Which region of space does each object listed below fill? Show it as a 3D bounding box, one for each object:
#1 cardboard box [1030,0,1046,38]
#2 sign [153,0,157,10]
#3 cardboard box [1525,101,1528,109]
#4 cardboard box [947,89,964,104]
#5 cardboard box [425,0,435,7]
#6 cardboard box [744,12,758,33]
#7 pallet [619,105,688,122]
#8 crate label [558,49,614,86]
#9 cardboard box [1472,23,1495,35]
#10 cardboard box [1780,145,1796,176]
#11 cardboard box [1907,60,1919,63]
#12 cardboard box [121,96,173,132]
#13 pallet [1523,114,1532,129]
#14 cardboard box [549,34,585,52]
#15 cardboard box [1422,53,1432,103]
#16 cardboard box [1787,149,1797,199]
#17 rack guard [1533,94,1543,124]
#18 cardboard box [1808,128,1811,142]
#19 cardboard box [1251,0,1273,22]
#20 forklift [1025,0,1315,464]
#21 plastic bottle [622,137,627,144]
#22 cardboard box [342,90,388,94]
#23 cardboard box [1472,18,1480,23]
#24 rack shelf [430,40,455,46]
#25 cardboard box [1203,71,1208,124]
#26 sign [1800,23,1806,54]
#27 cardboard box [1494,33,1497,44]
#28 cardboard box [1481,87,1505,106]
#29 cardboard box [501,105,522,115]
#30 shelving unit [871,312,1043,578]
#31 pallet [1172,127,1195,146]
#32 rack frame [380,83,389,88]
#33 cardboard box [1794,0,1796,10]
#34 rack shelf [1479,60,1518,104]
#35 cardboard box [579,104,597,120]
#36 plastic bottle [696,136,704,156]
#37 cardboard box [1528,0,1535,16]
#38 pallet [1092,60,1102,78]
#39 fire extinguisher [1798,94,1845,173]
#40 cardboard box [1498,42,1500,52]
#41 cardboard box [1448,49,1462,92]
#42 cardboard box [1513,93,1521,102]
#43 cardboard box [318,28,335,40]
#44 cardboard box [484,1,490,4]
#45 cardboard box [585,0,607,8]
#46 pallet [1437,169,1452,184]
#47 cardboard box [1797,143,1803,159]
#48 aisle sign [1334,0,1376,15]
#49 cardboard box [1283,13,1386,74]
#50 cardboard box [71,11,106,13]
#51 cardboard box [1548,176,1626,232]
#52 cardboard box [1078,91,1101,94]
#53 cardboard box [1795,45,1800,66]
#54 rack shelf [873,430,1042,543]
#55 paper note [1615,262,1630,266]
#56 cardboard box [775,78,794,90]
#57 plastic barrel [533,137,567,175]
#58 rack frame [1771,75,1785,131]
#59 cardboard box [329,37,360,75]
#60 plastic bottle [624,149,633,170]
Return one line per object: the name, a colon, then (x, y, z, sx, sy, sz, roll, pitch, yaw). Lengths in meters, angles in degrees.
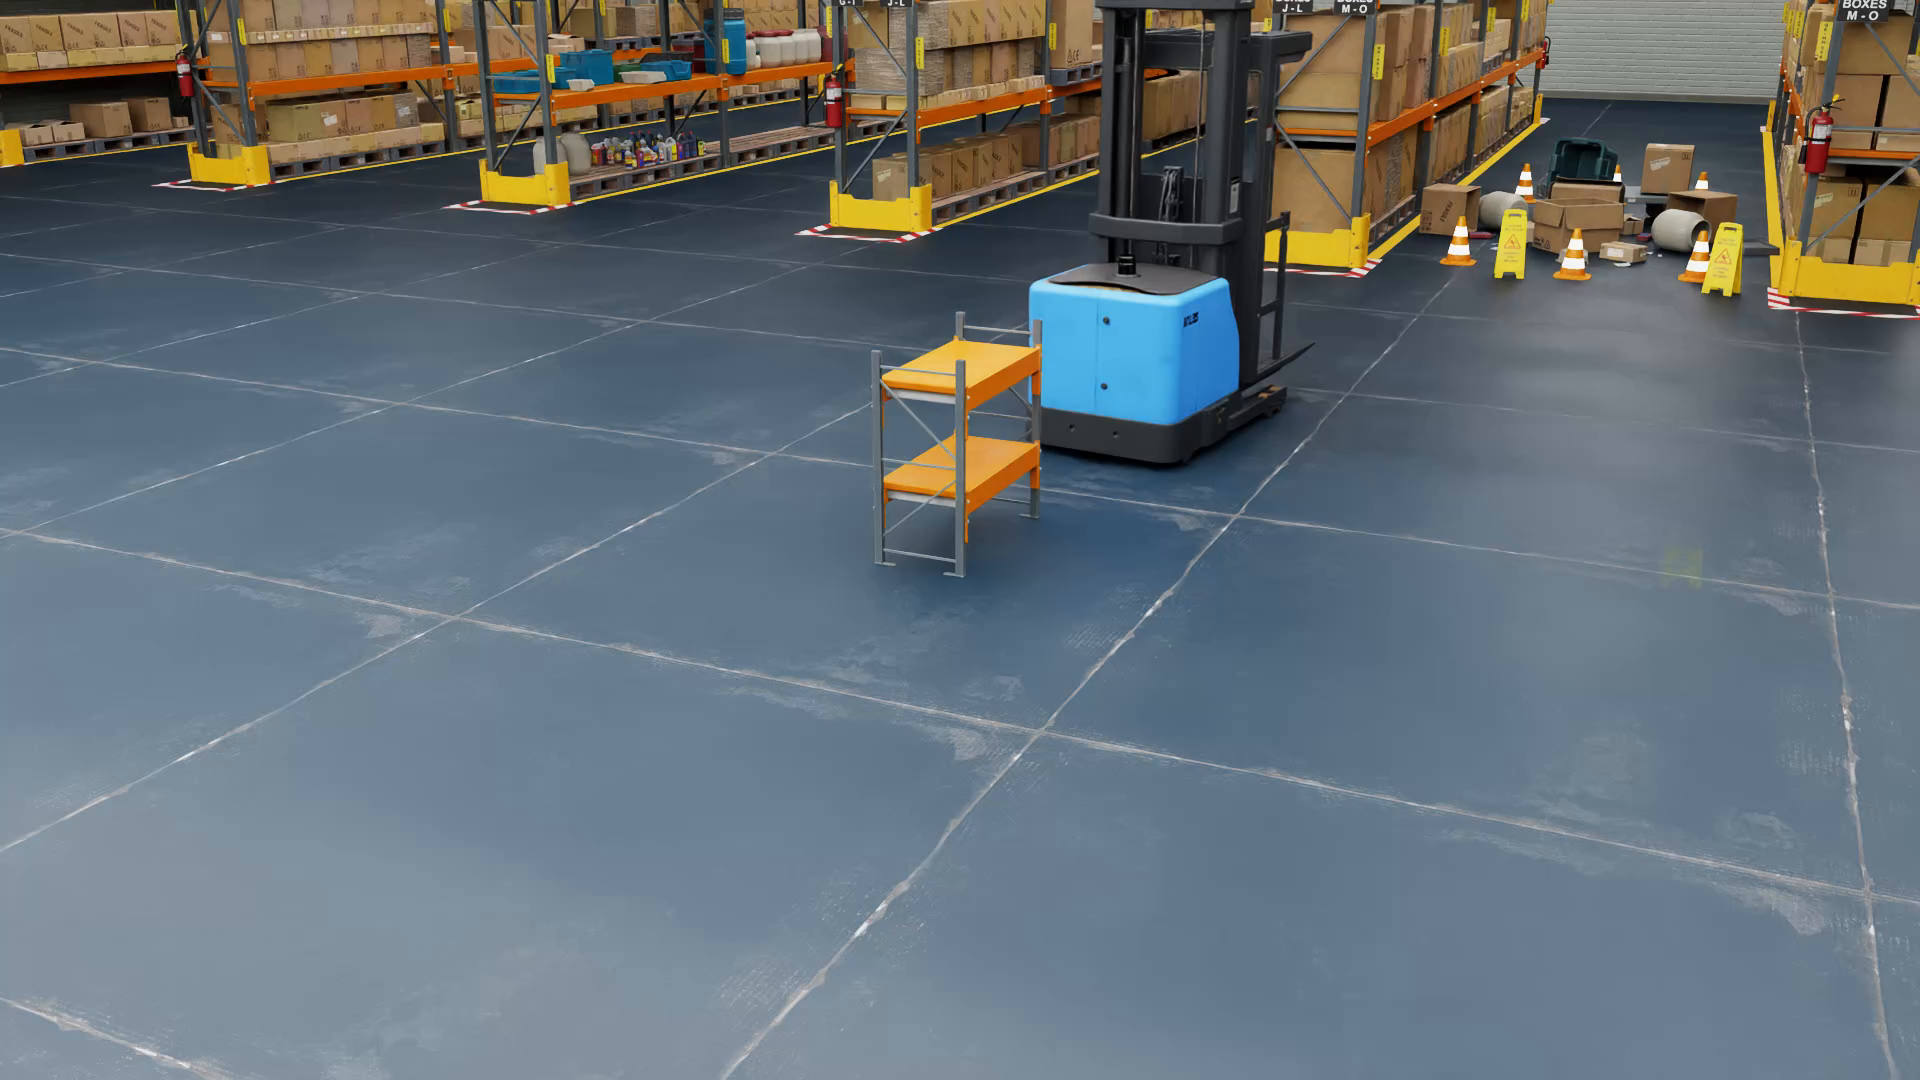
cardboard box: (0.767, -6.680, 21.190, 0.500, 0.500, 0.500, 9, 21, 23)
sign: (-13.365, -8.857, 27.668, 0.100, 0.325, 0.005, 9, 21, 23)
cardboard box: (9.731, -7.629, 29.128, 0.380, 0.149, 0.250, 9, 21, 24)
cardboard box: (-0.175, -5.213, 19.526, 0.380, 0.149, 0.250, 9, 21, 23)
cardboard box: (-10.377, -10.430, 32.078, 0.500, 0.250, 0.500, 9, 21, 23)
cardboard box: (-4.396, -10.326, 33.377, 0.500, 0.500, 0.500, 9, 21, 24)
pallet: (-5.857, -8.061, 31.321, 1.003, 0.211, 1.213, 9, 21, 23)
crate label: (-4.949, -6.270, 22.071, 0.502, 0.435, 0.616, 9, 21, 23)
cardboard box: (7.725, -7.585, 24.680, 0.380, 0.149, 0.250, 9, 22, 24)
cardboard box: (11.139, -4.849, 21.421, 0.950, 0.372, 0.625, 7, 21, 19)
cardboard box: (9.373, -4.537, 16.657, 0.500, 0.500, 0.500, 9, 22, 24)
cardboard box: (-13.245, -6.943, 27.088, 0.500, 0.500, 0.500, 7, 21, 19)
pallet: (9.702, -7.573, 29.949, 1.003, 0.211, 1.213, 9, 21, 23)
cardboard box: (-6.887, -8.633, 28.900, 0.500, 0.311, 0.500, 10, 22, 26)
cardboard box: (5.044, -5.442, 19.570, 0.875, 0.550, 0.550, 9, 21, 23)
cardboard box: (9.253, -3.950, 17.956, 0.500, 0.500, 0.500, 10, 22, 25)
rack guard: (10.067, -7.953, 30.585, 1.175, 0.500, 0.348, 9, 21, 23)
cardboard box: (8.064, -3.733, 15.362, 0.380, 0.149, 0.250, 8, 21, 22)
cardboard box: (5.654, -10.103, 31.562, 0.500, 0.500, 0.500, 9, 21, 23)
forklift: (1.602, -2.289, 11.030, 1.130, 2.935, 3.031, 11, 23, 29)
plastic bottle: (-4.710, -5.512, 23.388, 0.061, 0.283, 0.133, 10, 22, 25)
cardboard box: (-9.009, -6.560, 25.297, 0.500, 0.500, 0.500, 9, 21, 23)
cardboard box: (8.400, -8.305, 27.252, 0.500, 0.500, 0.500, 9, 21, 23)
rack shelf: (-10.400, -9.731, 32.929, 1.077, 0.370, 4.000, 9, 21, 23)
cardboard box: (3.732, -7.641, 28.522, 1.225, 0.875, 0.875, 9, 21, 23)
sign: (9.233, -5.458, 18.111, 0.100, 0.325, 0.005, 9, 21, 23)
cardboard box: (7.836, -7.525, 24.956, 0.380, 0.149, 0.250, 9, 22, 25)
cardboard box: (8.163, -6.887, 25.842, 0.500, 0.250, 0.500, 10, 22, 25)
cardboard box: (-7.519, -7.127, 27.172, 0.500, 0.311, 0.500, 8, 21, 21)
shelving unit: (0.003, -0.532, 8.786, 0.538, 1.125, 1.048, 9, 21, 23)
pallet: (3.231, -6.708, 27.517, 1.003, 0.211, 1.213, 9, 21, 23)
rack frame: (-11.219, -9.459, 31.089, 1.000, 3.000, 0.127, 9, 21, 23)
cardboard box: (12.959, -7.983, 25.299, 0.500, 0.500, 0.500, 8, 21, 22)
rack shelf: (7.641, -6.981, 25.195, 1.077, 0.370, 4.000, 9, 21, 23)
cardboard box: (-6.691, -7.488, 29.025, 0.500, 0.250, 0.500, 9, 22, 24)
plastic bottle: (-3.714, -5.612, 23.669, 0.061, 0.283, 0.133, 10, 22, 25)
cardboard box: (9.300, -9.004, 27.726, 0.500, 0.500, 0.500, 9, 21, 24)
pallet: (1.565, -6.719, 23.671, 1.003, 0.211, 1.213, 9, 21, 23)
fire extinguisher: (7.636, -3.606, 14.748, 0.296, 0.674, 0.183, 9, 21, 23)
cardboard box: (8.057, -7.544, 25.454, 0.380, 0.149, 0.250, 8, 21, 20)
cardboard box: (6.058, -5.964, 21.112, 0.500, 0.500, 0.500, 8, 21, 22)
cardboard box: (9.453, -7.617, 28.651, 0.380, 0.149, 0.250, 9, 21, 23)
cardboard box: (-9.091, -7.172, 23.541, 0.380, 0.149, 0.250, 8, 21, 22)
cardboard box: (-9.757, -10.899, 33.396, 0.500, 0.250, 0.500, 9, 21, 24)
cardboard box: (-8.430, -11.665, 36.844, 0.980, 0.700, 0.700, 8, 21, 22)
pallet: (5.929, -4.792, 22.129, 1.003, 0.211, 1.213, 9, 21, 23)
cardboard box: (8.831, -3.985, 17.088, 0.380, 0.149, 0.250, 10, 22, 26)
aisle sign: (3.791, -5.425, 15.866, 0.394, 0.787, 0.004, 9, 21, 23)
cardboard box: (3.733, -4.950, 16.577, 0.875, 0.550, 0.550, 9, 21, 23)
cardboard box: (-13.664, -8.104, 26.354, 0.500, 0.500, 0.500, 9, 22, 24)
cardboard box: (6.888, -3.674, 18.345, 0.797, 0.637, 0.503, 9, 21, 23)
cardboard box: (2.091, -6.594, 24.988, 0.500, 0.250, 0.500, 10, 22, 25)
cardboard box: (11.346, -6.408, 21.988, 0.500, 0.250, 0.500, 8, 21, 23)
rack shelf: (0.003, -0.302, 8.868, 0.538, 0.278, 1.000, 9, 21, 23)
paper note: (6.674, -2.778, 16.734, 0.148, 0.019, 0.142, 1, 20, 4)
cardboard box: (-3.836, -9.651, 35.077, 0.500, 0.250, 0.500, 9, 21, 23)
plastic barrel: (-5.257, -4.891, 21.332, 0.421, 0.512, 0.421, 0, 20, 0)
rack frame: (14.655, -8.506, 28.409, 1.000, 3.000, 0.127, 9, 21, 23)
cardboard box: (-9.140, -6.996, 24.016, 0.700, 0.500, 0.500, 9, 22, 24)
plastic bottle: (-4.430, -5.087, 22.212, 0.097, 0.271, 0.097, 0, 20, 0)
